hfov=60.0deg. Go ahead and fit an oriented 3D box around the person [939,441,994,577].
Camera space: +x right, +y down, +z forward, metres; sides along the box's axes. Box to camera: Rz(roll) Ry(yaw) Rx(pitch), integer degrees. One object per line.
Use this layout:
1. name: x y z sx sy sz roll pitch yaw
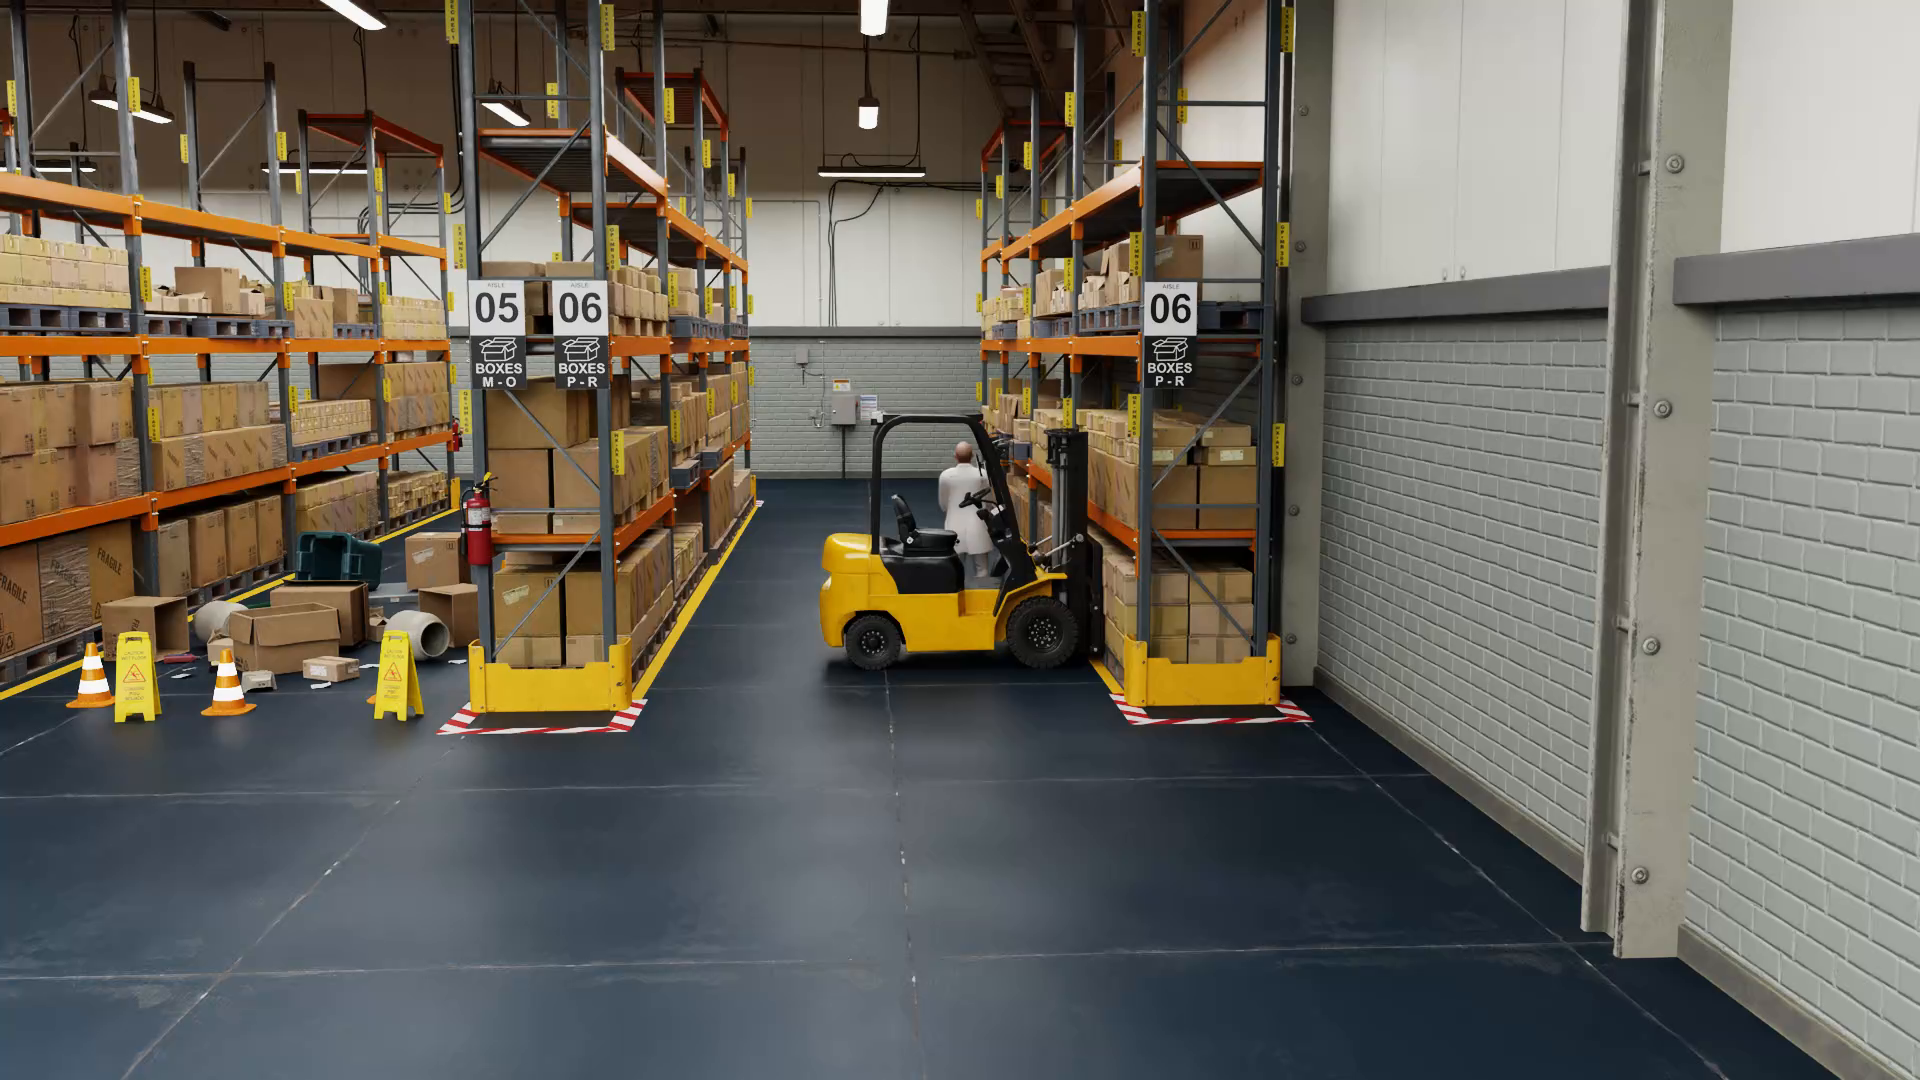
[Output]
1. person: 0.071 -0.109 16.706 0.557 1.780 0.522 1 7 6
